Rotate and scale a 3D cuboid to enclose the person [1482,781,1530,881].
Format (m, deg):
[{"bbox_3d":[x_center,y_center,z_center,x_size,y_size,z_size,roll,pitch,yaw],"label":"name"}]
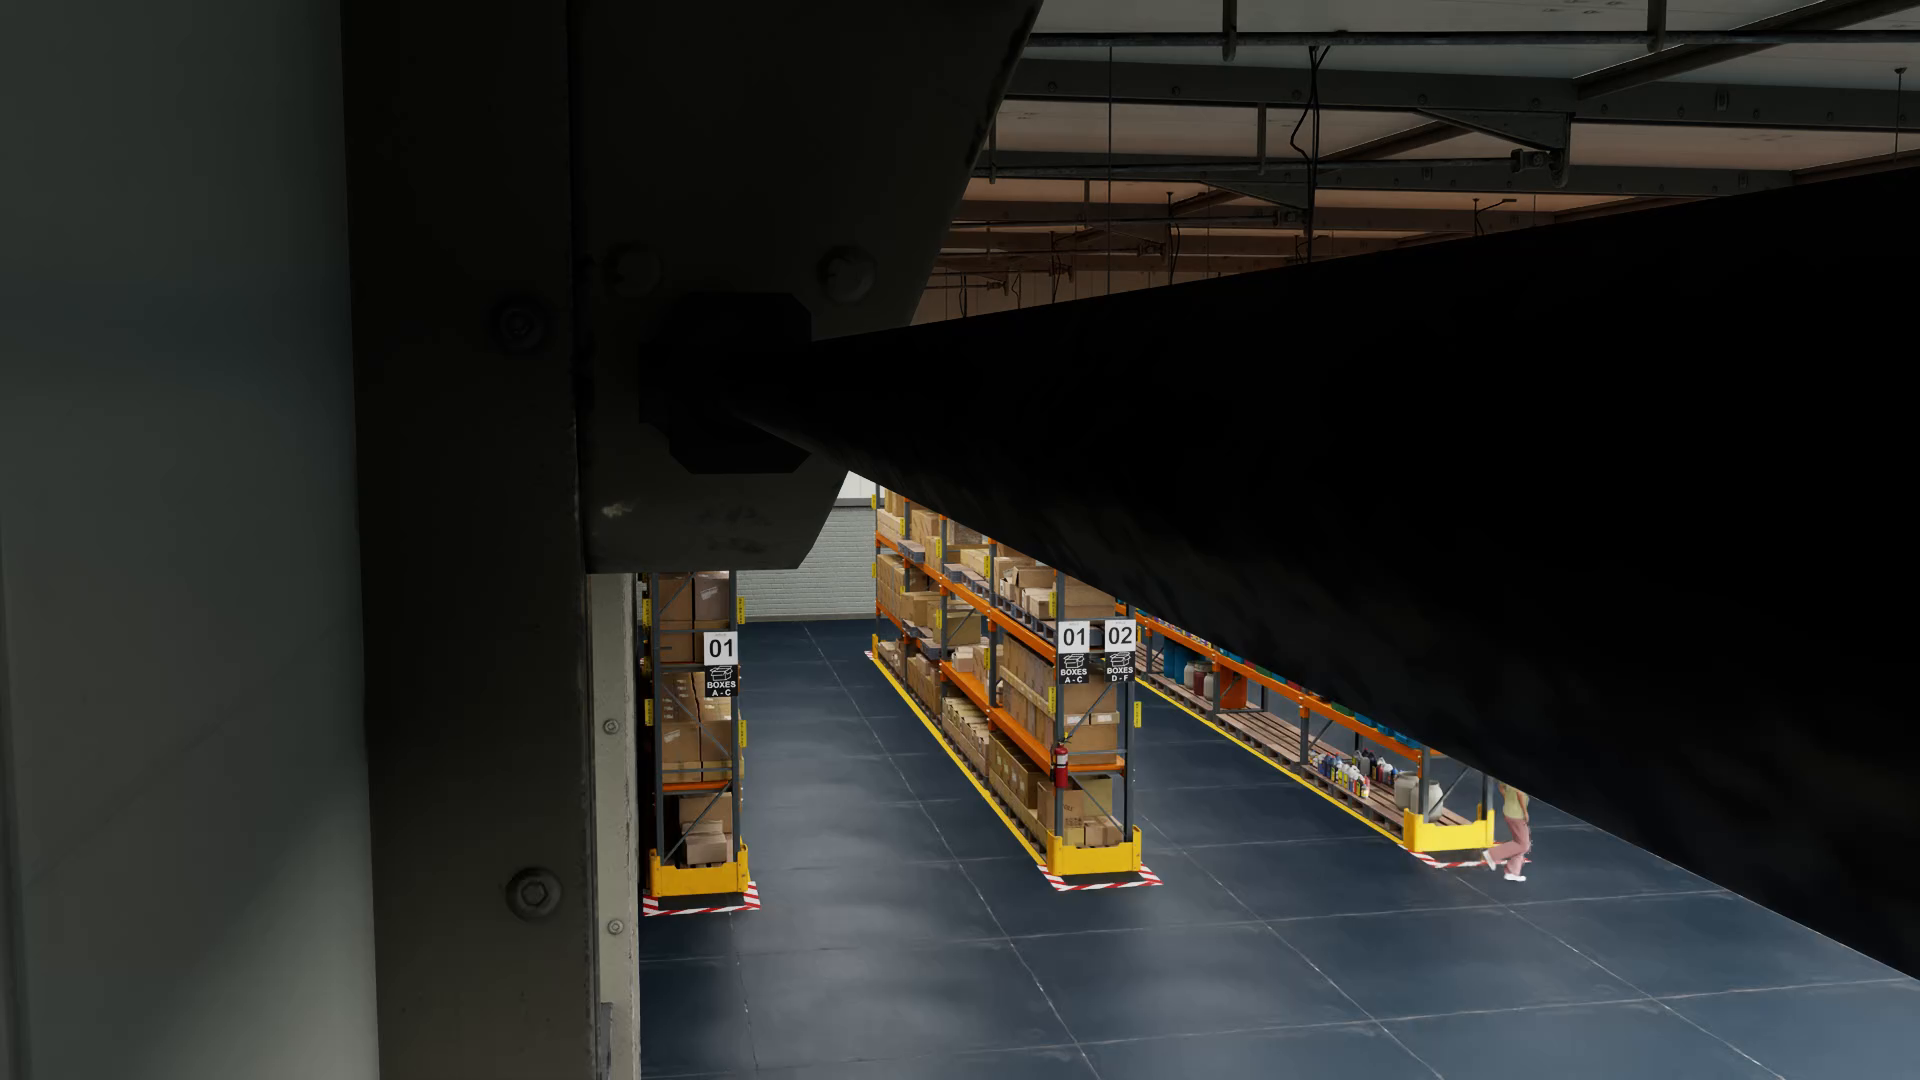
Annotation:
[{"bbox_3d":[6.780,3.435,20.593,0.568,1.618,0.602,1,6,5],"label":"person"}]
